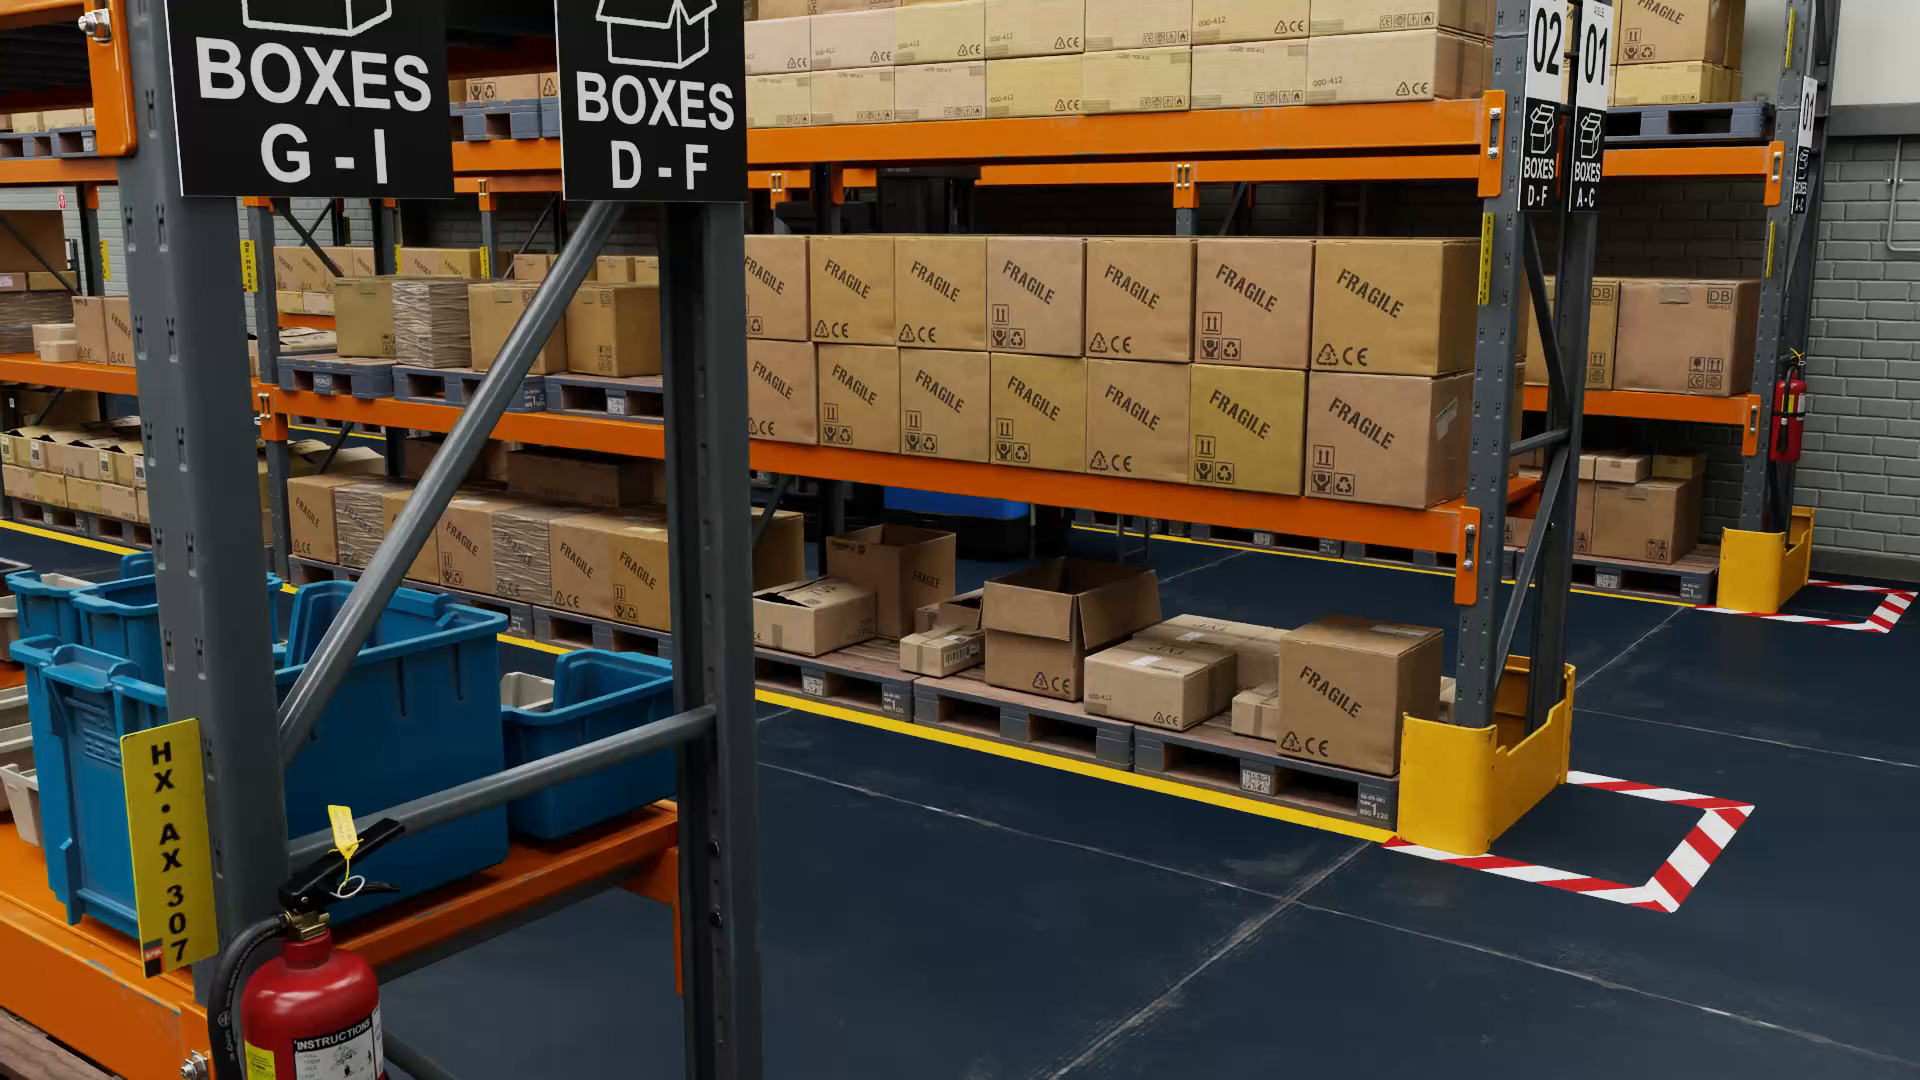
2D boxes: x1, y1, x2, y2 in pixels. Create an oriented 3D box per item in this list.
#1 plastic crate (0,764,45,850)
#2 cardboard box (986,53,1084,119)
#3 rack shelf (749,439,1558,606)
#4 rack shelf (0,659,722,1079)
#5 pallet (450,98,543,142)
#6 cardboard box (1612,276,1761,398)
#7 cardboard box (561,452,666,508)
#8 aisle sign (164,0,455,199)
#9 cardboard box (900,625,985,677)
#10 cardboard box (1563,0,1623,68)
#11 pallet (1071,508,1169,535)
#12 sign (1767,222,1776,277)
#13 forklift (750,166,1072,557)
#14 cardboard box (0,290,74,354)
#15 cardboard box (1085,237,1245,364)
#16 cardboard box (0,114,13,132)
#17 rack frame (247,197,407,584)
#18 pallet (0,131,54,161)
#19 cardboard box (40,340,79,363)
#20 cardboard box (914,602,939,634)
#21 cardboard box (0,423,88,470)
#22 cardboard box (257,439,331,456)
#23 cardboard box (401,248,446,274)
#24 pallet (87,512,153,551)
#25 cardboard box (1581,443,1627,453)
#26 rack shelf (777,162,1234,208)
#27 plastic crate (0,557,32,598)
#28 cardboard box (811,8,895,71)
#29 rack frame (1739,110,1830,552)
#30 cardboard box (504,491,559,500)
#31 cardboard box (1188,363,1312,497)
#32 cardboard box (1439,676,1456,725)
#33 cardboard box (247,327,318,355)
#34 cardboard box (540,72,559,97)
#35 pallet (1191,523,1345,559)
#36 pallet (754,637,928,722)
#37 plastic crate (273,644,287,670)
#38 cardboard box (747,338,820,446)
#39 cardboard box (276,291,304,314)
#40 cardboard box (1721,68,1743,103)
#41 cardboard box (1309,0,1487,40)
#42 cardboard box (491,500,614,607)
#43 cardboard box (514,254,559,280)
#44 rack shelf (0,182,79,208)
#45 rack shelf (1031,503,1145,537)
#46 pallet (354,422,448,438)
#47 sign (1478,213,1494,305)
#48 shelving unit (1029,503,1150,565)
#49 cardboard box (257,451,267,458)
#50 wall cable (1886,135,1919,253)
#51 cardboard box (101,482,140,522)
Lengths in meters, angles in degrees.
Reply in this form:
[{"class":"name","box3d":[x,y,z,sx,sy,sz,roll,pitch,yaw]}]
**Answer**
[{"class":"plastic crate","box3d":[-1.470,0.428,2.957,0.243,0.136,0.396,8,13,36]},{"class":"cardboard box","box3d":[0.458,-1.953,7.226,0.500,0.250,0.500,8,13,36]},{"class":"rack shelf","box3d":[0.617,-0.238,7.755,4.000,0.370,1.077,8,13,36]},{"class":"rack shelf","box3d":[-2.318,0.520,3.837,4.000,0.370,1.077,8,13,36]},{"class":"pallet","box3d":[-2.317,-2.396,9.616,1.003,0.211,1.213,8,13,36]},{"class":"cardboard box","box3d":[4.741,-1.328,10.706,0.700,0.700,0.980,9,14,38]},{"class":"cardboard box","box3d":[-2.047,-0.377,10.028,0.500,0.250,0.500,8,14,36]},{"class":"aisle sign","box3d":[-0.821,-0.831,2.086,0.004,0.787,0.394,8,13,36]},{"class":"cardboard box","box3d":[-0.081,0.535,8.166,0.250,0.166,0.380,8,13,36]},{"class":"cardboard box","box3d":[4.010,-3.246,10.564,0.500,0.500,0.500,8,14,37]},{"class":"pallet","box3d":[1.268,-0.281,13.424,1.213,0.211,1.003,8,13,36]},{"class":"sign","box3d":[4.826,-1.728,9.892,0.005,0.325,0.100,8,13,36]},{"class":"forklift","box3d":[-0.705,-1.497,12.551,3.031,2.935,1.130,6,12,28]},{"class":"cardboard box","box3d":[-7.804,-1.813,13.741,0.500,0.500,0.700,8,13,34]},{"class":"cardboard box","box3d":[0.879,-1.028,7.051,0.500,0.500,0.500,8,14,37]},{"class":"cardboard box","box3d":[-7.693,-3.609,13.652,0.500,0.500,0.500,9,14,40]},{"class":"rack frame","box3d":[-4.219,-1.265,11.173,0.127,3.000,1.000,8,13,36]},{"class":"pallet","box3d":[-6.724,-2.997,12.729,1.217,0.209,0.805,7,13,33]},{"class":"cardboard box","box3d":[-6.850,-1.461,12.845,0.250,0.149,0.380,8,13,36]},{"class":"cardboard box","box3d":[-0.030,0.422,8.801,0.250,0.149,0.380,8,13,36]},{"class":"cardboard box","box3d":[-7.257,-0.762,13.228,0.500,0.311,0.500,8,14,36]},{"class":"cardboard box","box3d":[-4.896,-0.559,12.177,0.500,0.311,0.500,8,13,34]},{"class":"cardboard box","box3d":[-5.883,-2.898,17.978,0.500,0.500,0.500,7,13,34]},{"class":"pallet","box3d":[-5.838,-0.132,12.657,1.213,0.211,1.003,8,13,36]},{"class":"cardboard box","box3d":[4.345,-0.559,11.289,0.250,0.149,0.380,8,14,36]},{"class":"rack shelf","box3d":[0.322,-2.919,13.717,4.000,0.370,1.077,8,13,36]},{"class":"plastic crate","box3d":[-2.869,0.133,4.514,0.590,0.125,0.437,8,13,36]},{"class":"cardboard box","box3d":[-0.346,-2.312,7.762,0.500,0.250,0.500,8,13,36]},{"class":"rack frame","box3d":[5.158,-1.125,10.446,0.127,3.000,1.000,8,13,36]},{"class":"cardboard box","box3d":[-2.483,-0.069,10.410,0.500,0.500,0.500,7,13,33]},{"class":"cardboard box","box3d":[1.287,-0.482,6.858,0.500,0.500,0.500,8,14,36]},{"class":"cardboard box","box3d":[2.095,0.718,7.268,0.250,0.149,0.380,8,13,36]},{"class":"cardboard box","box3d":[-4.825,-1.352,11.855,0.500,0.311,0.500,8,13,35]},{"class":"cardboard box","box3d":[-1.909,-2.732,9.226,0.600,0.600,0.600,8,13,35]},{"class":"pallet","box3d":[2.501,-0.108,12.532,1.213,0.211,1.003,8,13,36]},{"class":"pallet","box3d":[-0.442,0.631,8.714,1.213,0.211,1.003,8,13,36]},{"class":"plastic crate","box3d":[-1.241,0.292,3.403,0.300,0.233,0.416,8,13,36]},{"class":"cardboard box","box3d":[-0.745,-0.766,8.327,0.500,0.500,0.500,8,14,37]},{"class":"cardboard box","box3d":[-7.532,-2.756,19.222,0.500,0.250,0.500,7,13,34]},{"class":"cardboard box","box3d":[4.715,-2.899,10.745,0.500,0.250,0.500,9,14,38]},{"class":"cardboard box","box3d":[1.664,-2.029,6.303,0.500,0.250,0.500,8,13,36]},{"class":"cardboard box","box3d":[-2.360,0.071,9.690,0.500,0.500,0.500,8,14,36]},{"class":"cardboard box","box3d":[-4.124,-2.677,17.046,0.500,0.500,0.700,8,14,36]},{"class":"rack shelf","box3d":[-9.055,-3.059,14.443,4.000,0.370,1.077,8,13,36]},{"class":"rack shelf","box3d":[0.914,-0.274,11.711,0.720,0.370,0.431,8,13,35]},{"class":"pallet","box3d":[-6.064,-1.312,18.756,1.213,0.211,1.003,8,13,36]},{"class":"sign","box3d":[1.885,-1.007,5.957,0.005,0.325,0.100,8,13,36]},{"class":"shelving unit","box3d":[0.914,-0.594,11.649,0.755,1.500,0.431,8,13,35]},{"class":"cardboard box","box3d":[-5.210,-0.476,11.748,0.500,0.311,0.500,8,13,35]},{"class":"wall cable","box3d":[6.750,-1.624,10.354,1.851,1.984,0.084,8,13,36]},{"class":"cardboard box","box3d":[-6.025,-0.315,12.395,0.500,0.250,0.500,8,14,37]}]
